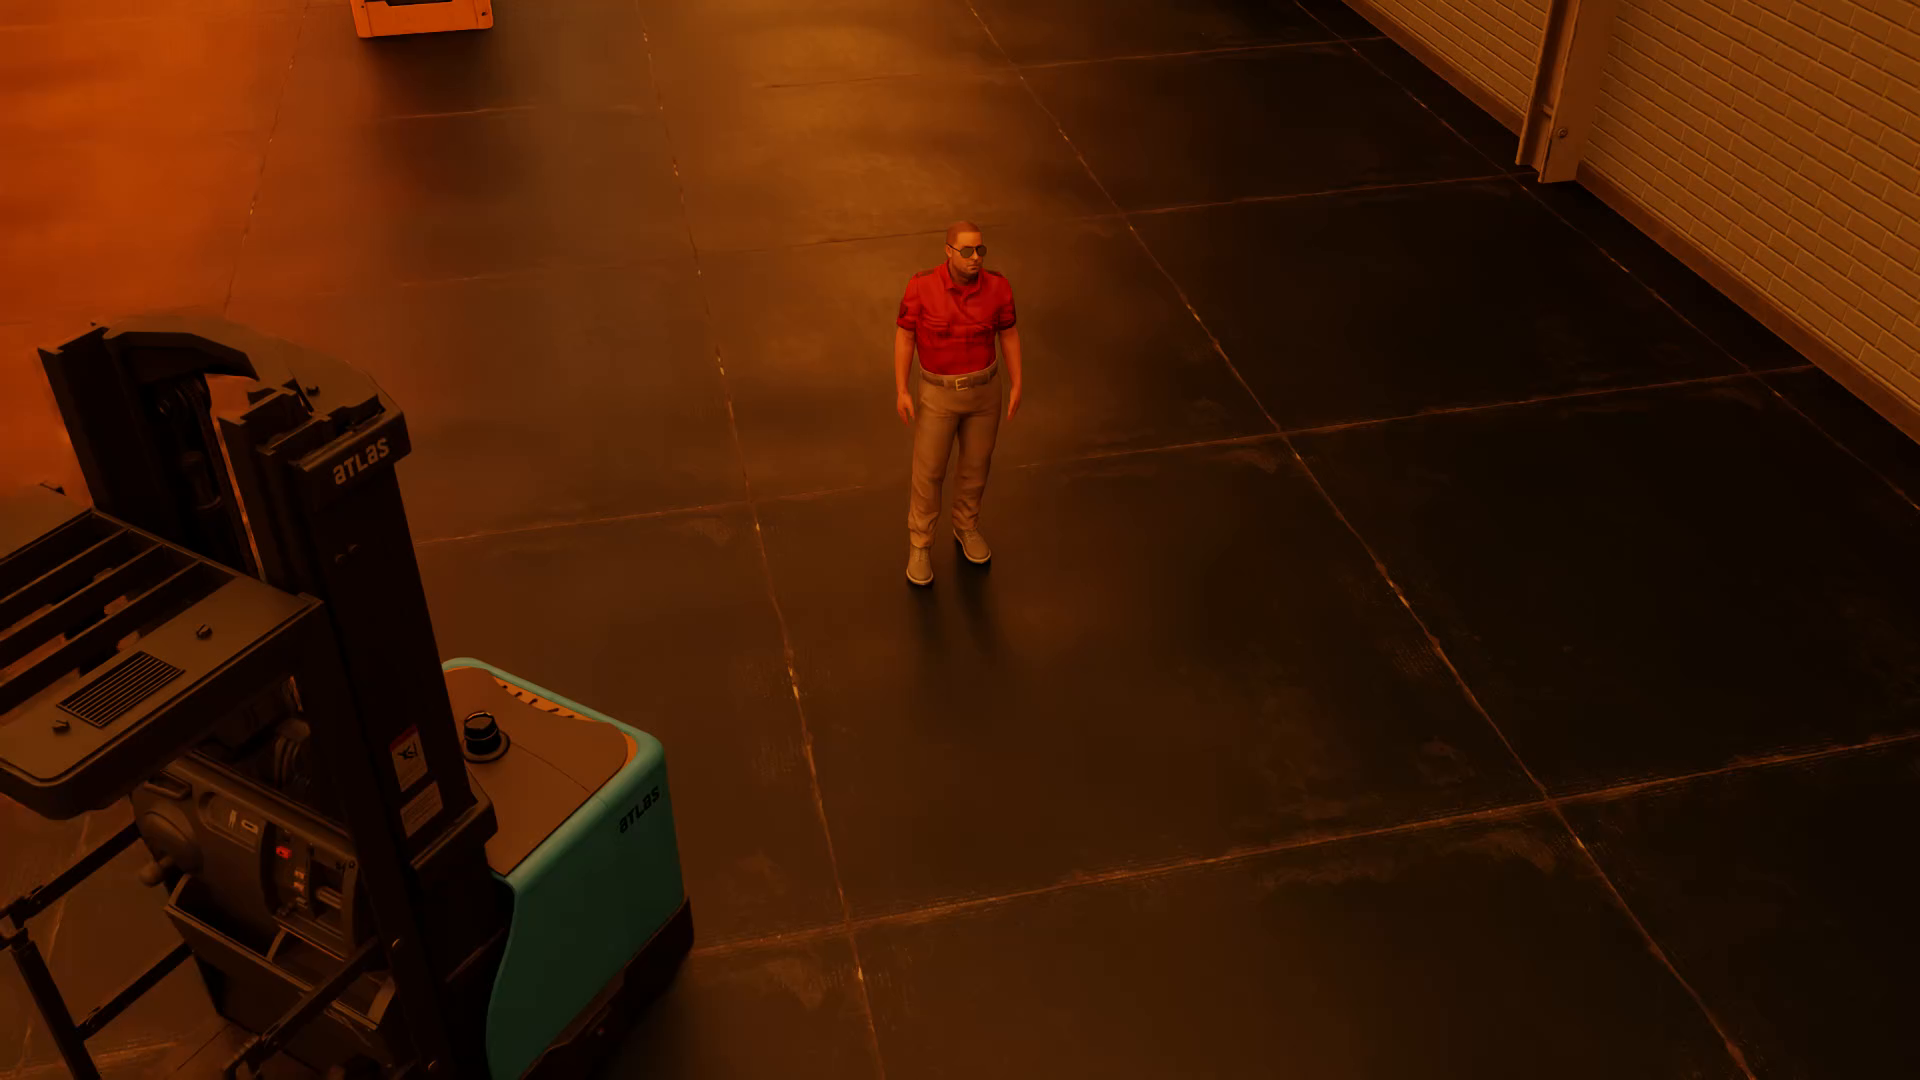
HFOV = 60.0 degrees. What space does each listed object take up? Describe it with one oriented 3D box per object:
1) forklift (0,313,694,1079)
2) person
[{"bbox_3d":[-2.186,0.978,4.692,1.130,2.935,3.031,19,40,24],"label":"forklift"},{"bbox_3d":[0.009,-0.654,7.978,0.642,1.724,0.550,-8,36,-11],"label":"person"}]
